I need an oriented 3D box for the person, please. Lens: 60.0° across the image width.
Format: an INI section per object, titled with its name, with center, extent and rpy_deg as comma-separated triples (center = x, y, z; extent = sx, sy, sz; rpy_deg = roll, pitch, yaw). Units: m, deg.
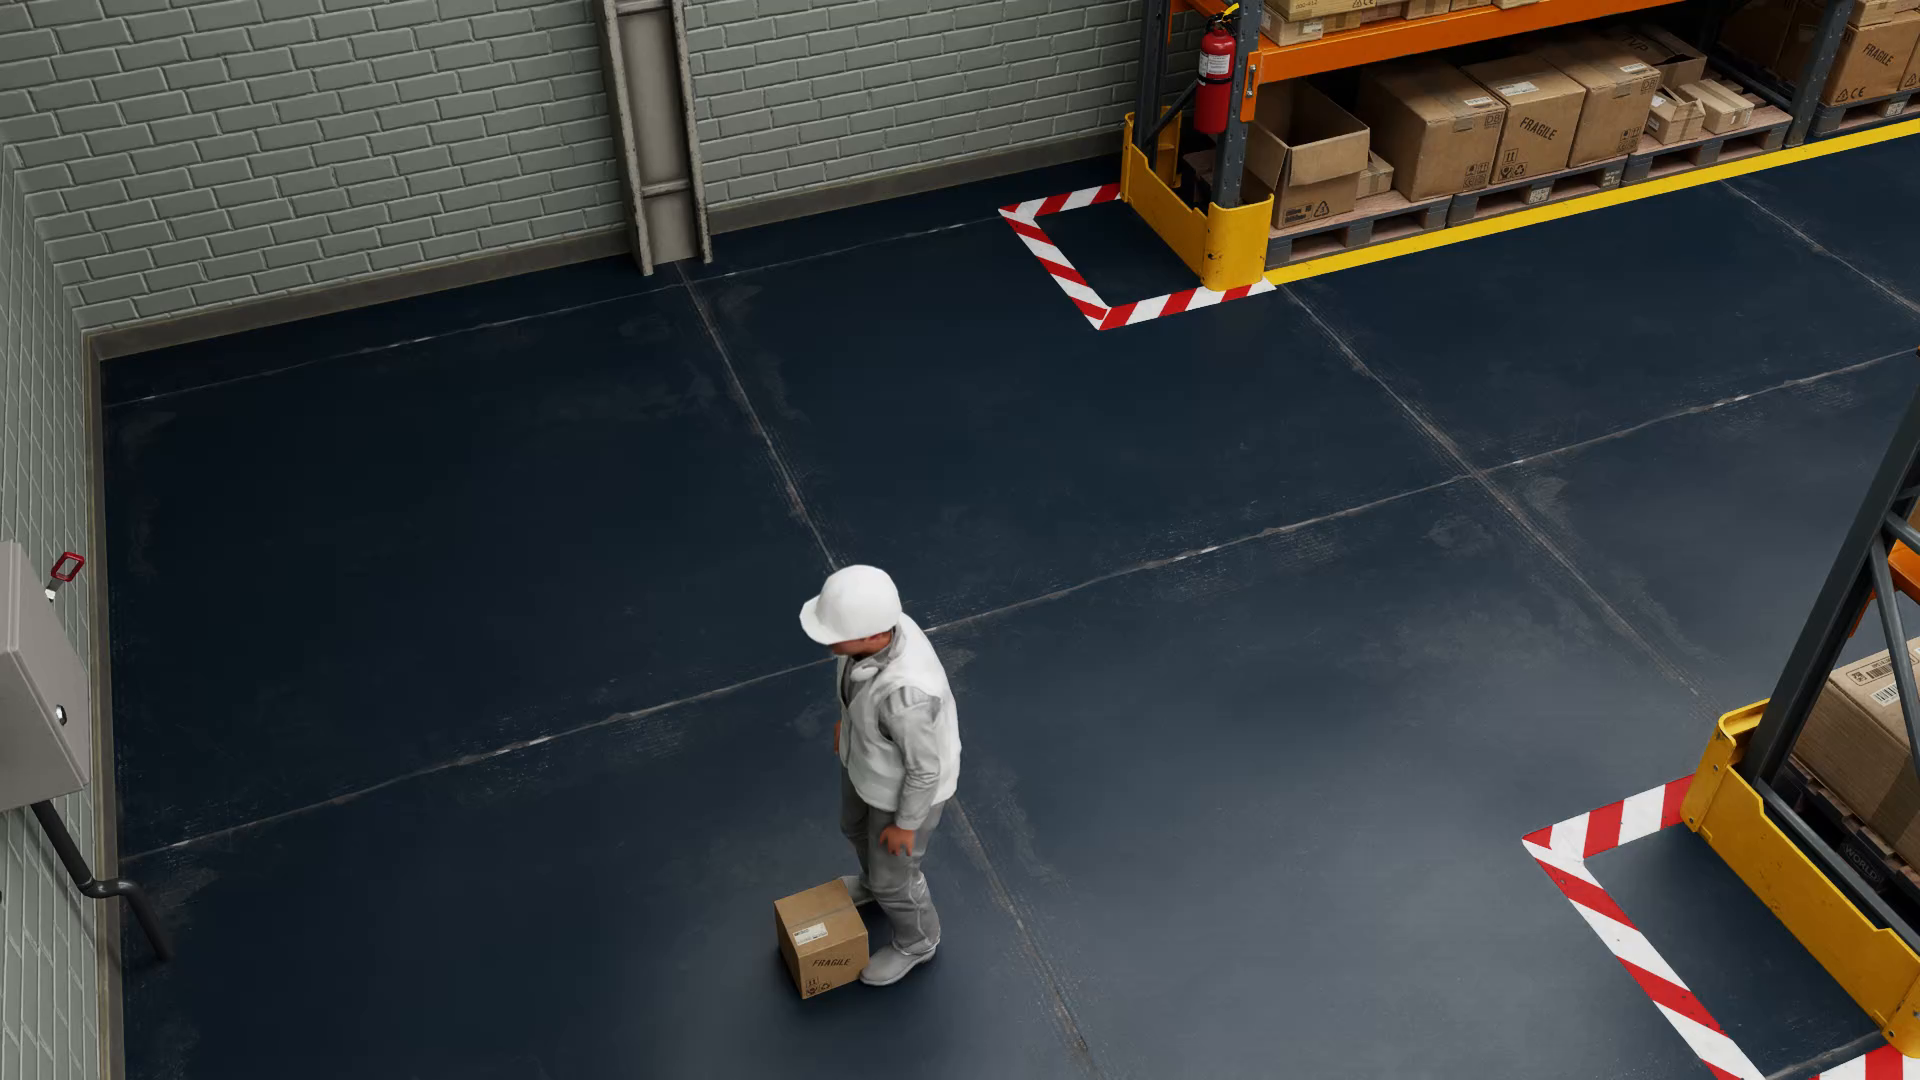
[person]
center = -0.243, 0.732, 5.310
extent = 0.462, 1.772, 0.580
rpy_deg = -15, 44, -17
